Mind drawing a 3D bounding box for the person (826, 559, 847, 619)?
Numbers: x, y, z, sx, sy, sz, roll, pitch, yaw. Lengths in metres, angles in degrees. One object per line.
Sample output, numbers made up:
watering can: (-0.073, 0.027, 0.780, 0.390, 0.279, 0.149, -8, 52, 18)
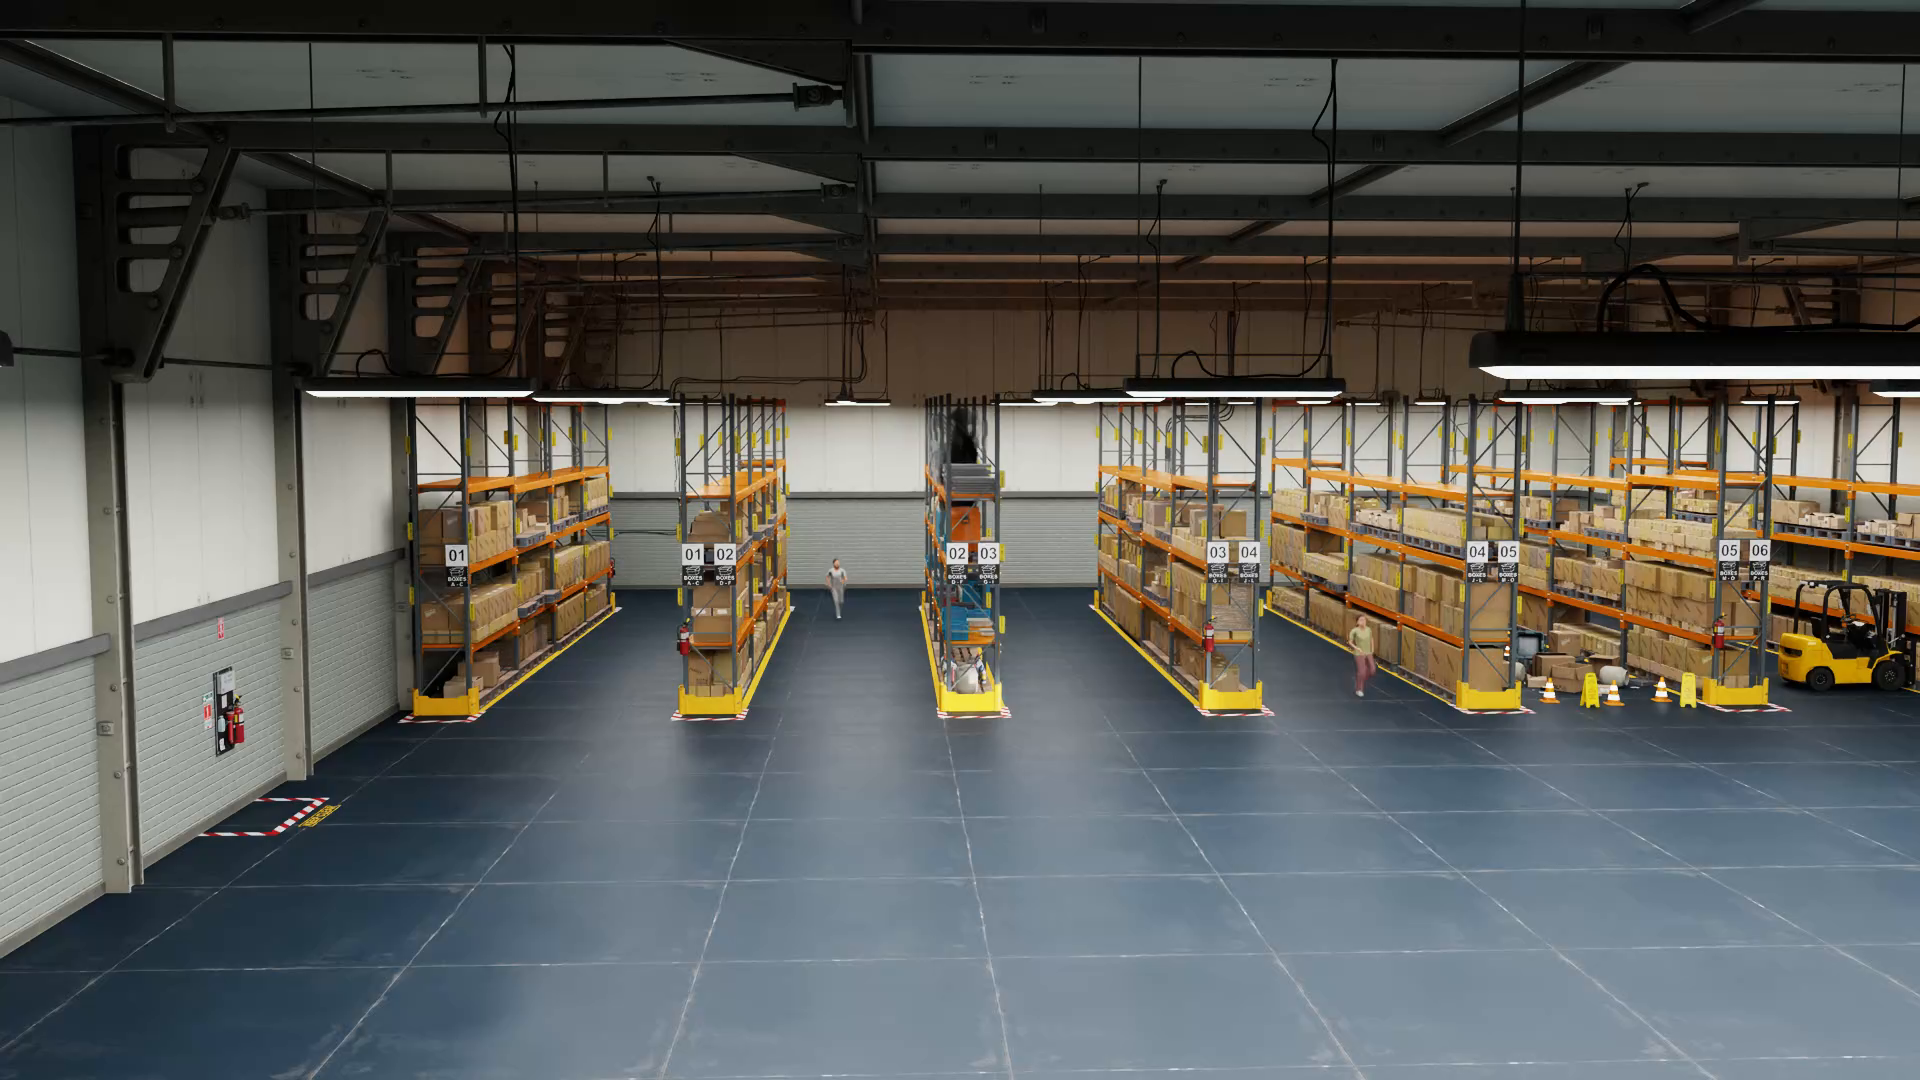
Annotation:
person: (-3.368, 1.321, 45.362, 0.563, 1.632, 0.697, -1, 5, -10)

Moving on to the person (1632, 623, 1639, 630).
person: (16.283, 1.758, 39.441, 0.652, 1.794, 0.976, 0, 5, -3)

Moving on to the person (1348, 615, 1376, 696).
person: (8.034, 2.297, 33.107, 0.590, 1.630, 0.507, -1, 5, -15)
